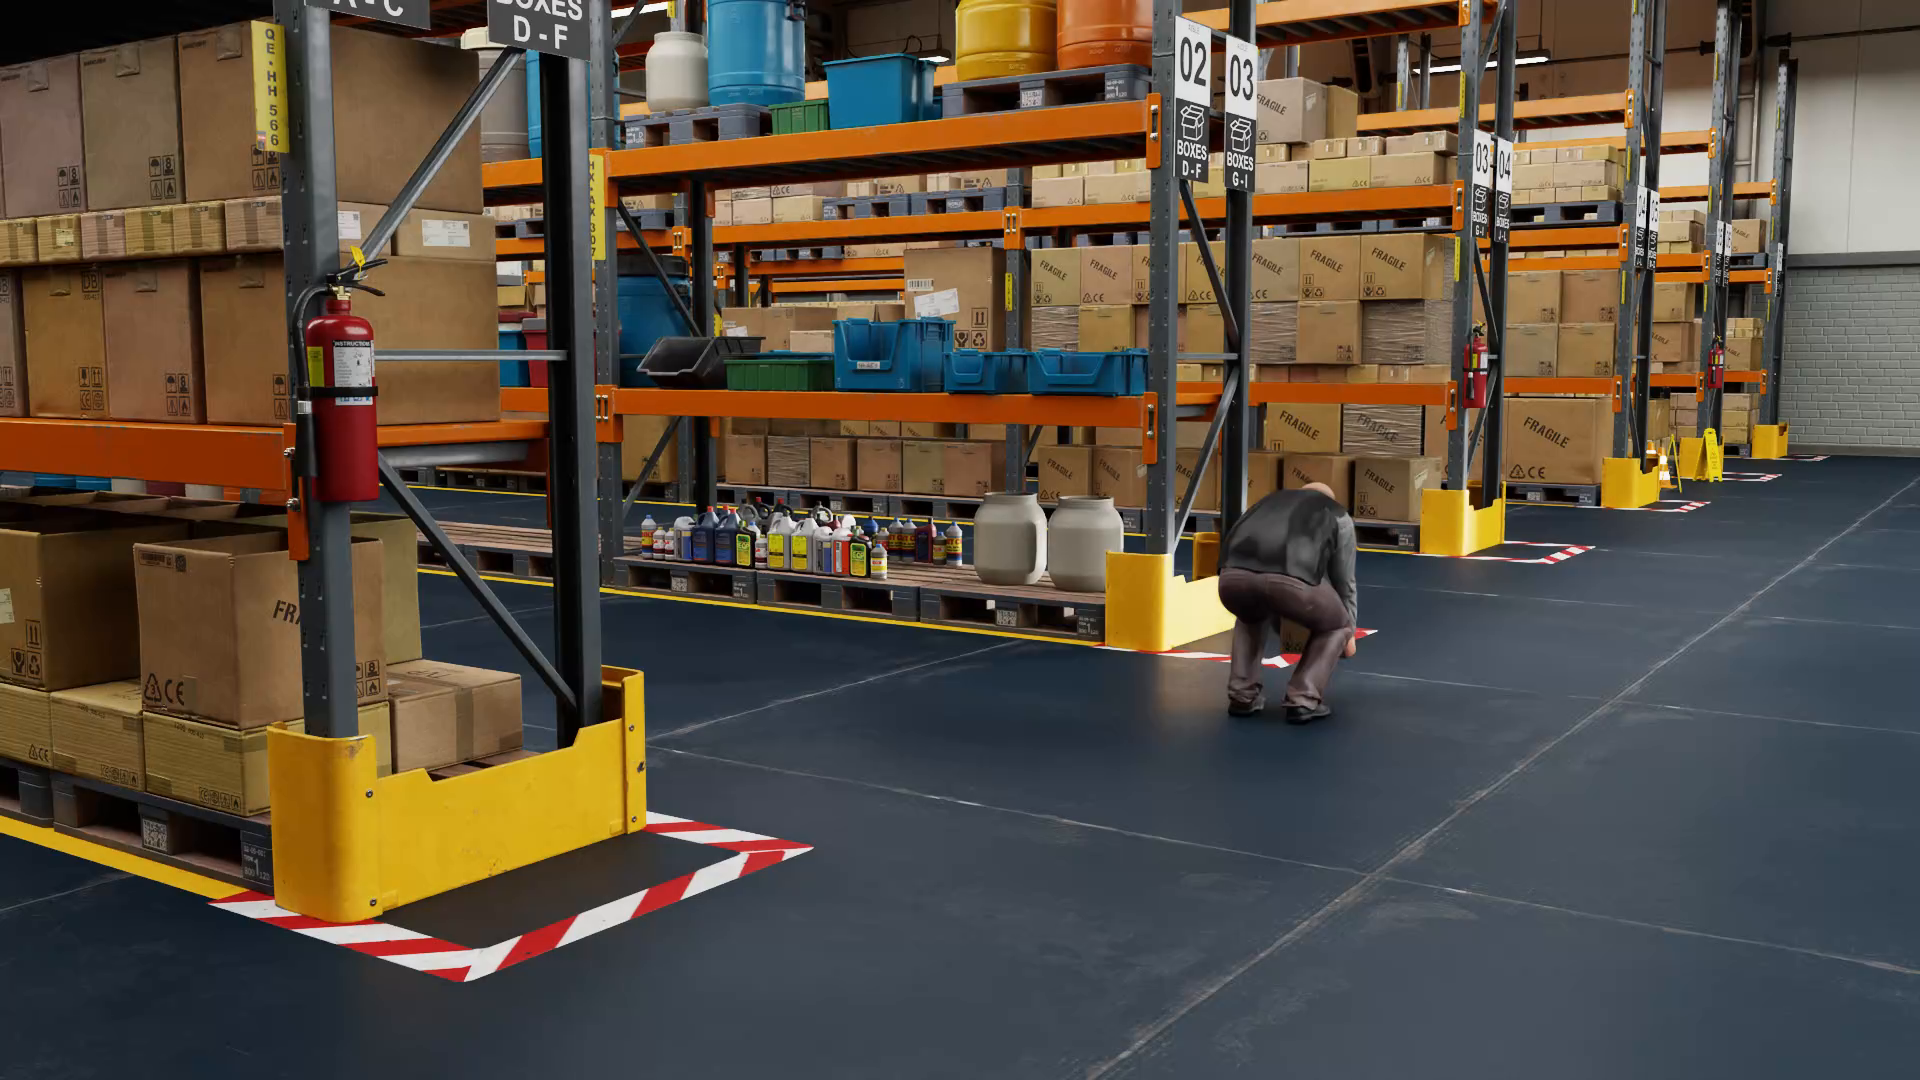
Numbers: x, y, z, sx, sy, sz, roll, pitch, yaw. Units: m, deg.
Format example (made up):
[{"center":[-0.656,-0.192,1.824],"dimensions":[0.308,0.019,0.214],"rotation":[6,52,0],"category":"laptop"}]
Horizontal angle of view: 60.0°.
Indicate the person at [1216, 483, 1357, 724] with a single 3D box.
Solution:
[{"center":[1.412,0.259,7.100],"dimensions":[0.518,0.947,0.922],"rotation":[4,7,32],"category":"person"}]
